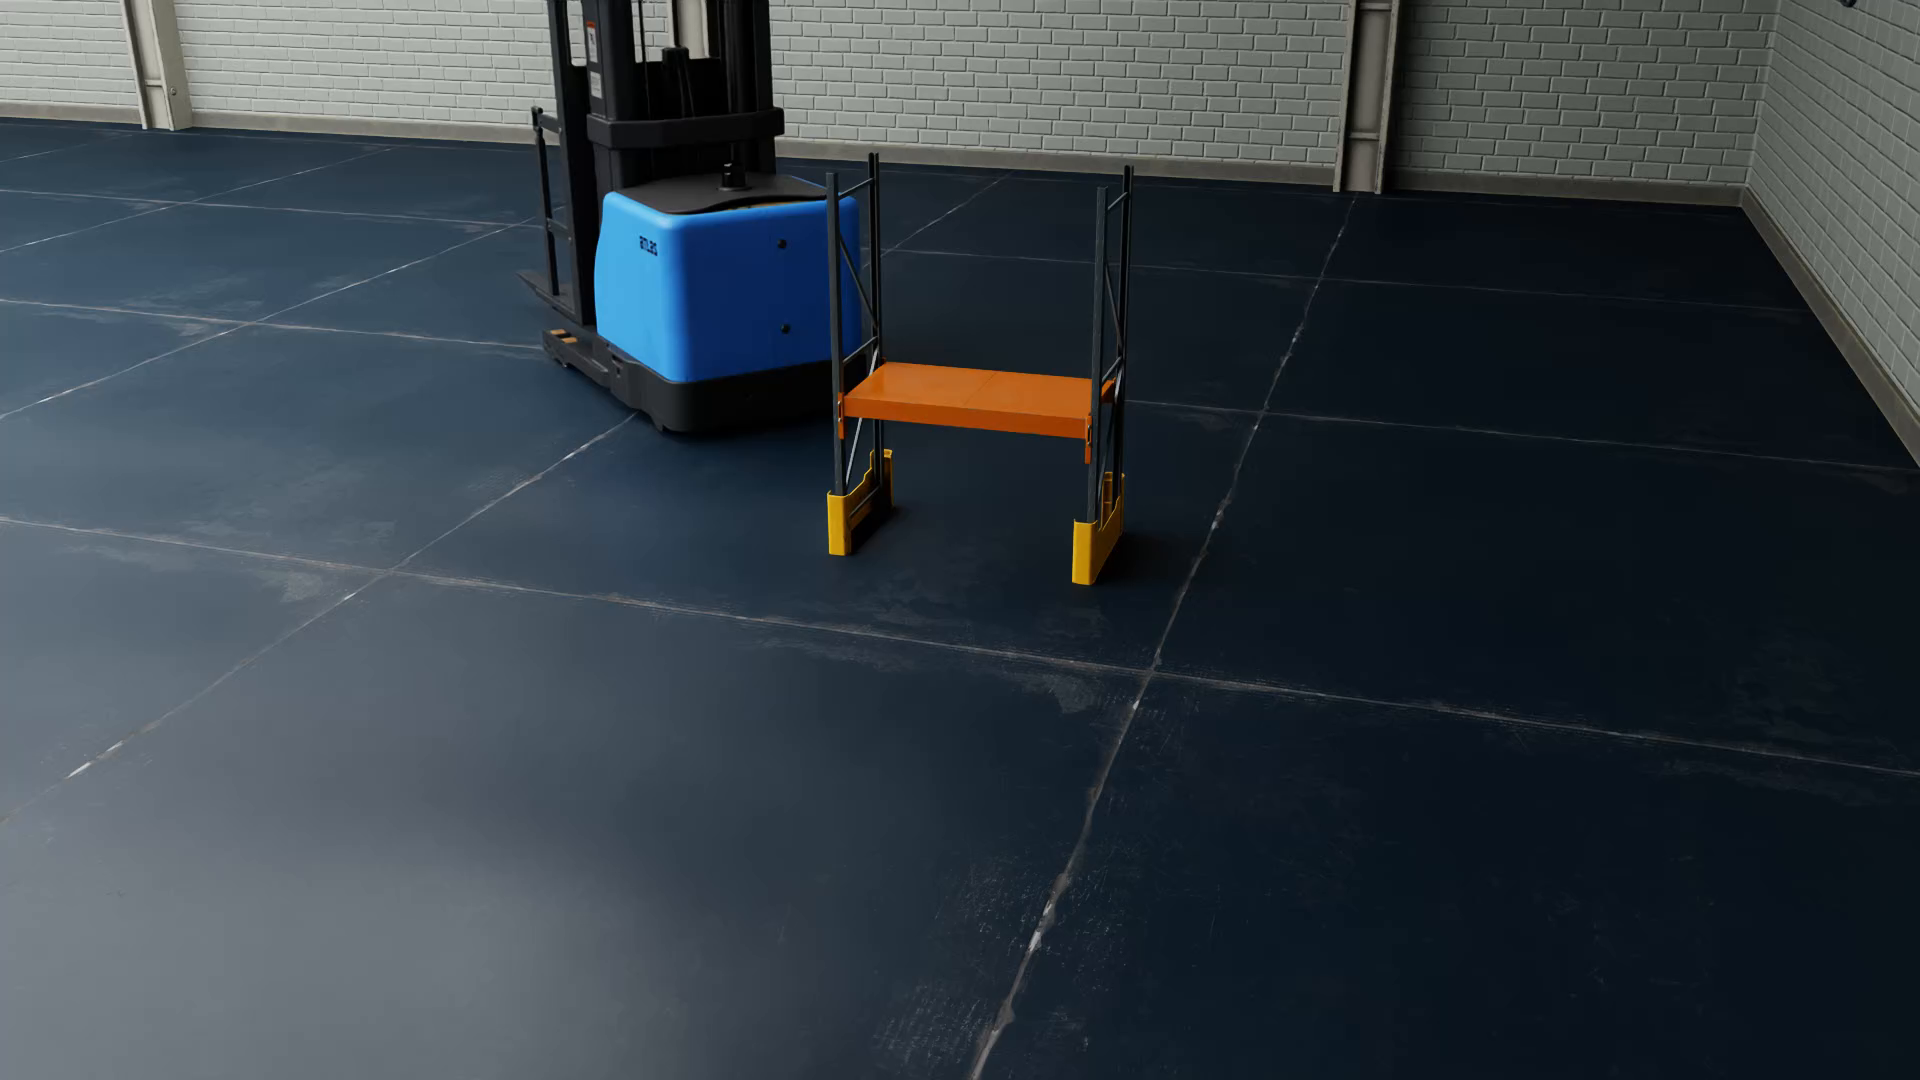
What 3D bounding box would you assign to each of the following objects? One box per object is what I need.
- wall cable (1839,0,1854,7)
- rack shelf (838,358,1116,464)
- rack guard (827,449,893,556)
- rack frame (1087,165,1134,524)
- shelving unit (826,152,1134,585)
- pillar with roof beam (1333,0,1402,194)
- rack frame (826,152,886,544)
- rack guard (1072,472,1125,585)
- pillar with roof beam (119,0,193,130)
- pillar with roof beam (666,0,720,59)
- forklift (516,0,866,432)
[{"bbox_3d":[5.777,-4.858,10.847,0.112,2.526,3.097,7,23,16],"label":"wall cable"},{"bbox_3d":[0.082,-0.518,6.531,1.000,0.185,0.538,7,23,16],"label":"rack shelf"},{"bbox_3d":[-0.404,-0.162,6.835,0.087,0.250,0.587,7,23,16],"label":"rack guard"},{"bbox_3d":[0.568,-0.629,6.327,0.032,1.500,0.500,7,23,16],"label":"rack frame"},{"bbox_3d":[0.073,-0.686,6.465,1.083,1.500,0.587,7,23,16],"label":"shelving unit"},{"bbox_3d":[2.095,-5.534,8.403,0.400,9.000,9.100,7,23,16],"label":"pillar with roof beam"},{"bbox_3d":[-0.405,-0.740,6.598,0.032,1.500,0.500,7,23,16],"label":"rack frame"},{"bbox_3d":[0.550,-0.053,6.569,0.087,0.250,0.587,7,23,16],"label":"rack guard"},{"bbox_3d":[-9.394,-6.849,11.610,0.400,9.000,9.100,7,23,16],"label":"pillar with roof beam"},{"bbox_3d":[-3.650,-6.191,10.006,0.400,9.000,9.100,7,23,16],"label":"pillar with roof beam"},{"bbox_3d":[-1.656,-2.375,8.699,1.130,2.935,3.031,-13,26,-28],"label":"forklift"}]
